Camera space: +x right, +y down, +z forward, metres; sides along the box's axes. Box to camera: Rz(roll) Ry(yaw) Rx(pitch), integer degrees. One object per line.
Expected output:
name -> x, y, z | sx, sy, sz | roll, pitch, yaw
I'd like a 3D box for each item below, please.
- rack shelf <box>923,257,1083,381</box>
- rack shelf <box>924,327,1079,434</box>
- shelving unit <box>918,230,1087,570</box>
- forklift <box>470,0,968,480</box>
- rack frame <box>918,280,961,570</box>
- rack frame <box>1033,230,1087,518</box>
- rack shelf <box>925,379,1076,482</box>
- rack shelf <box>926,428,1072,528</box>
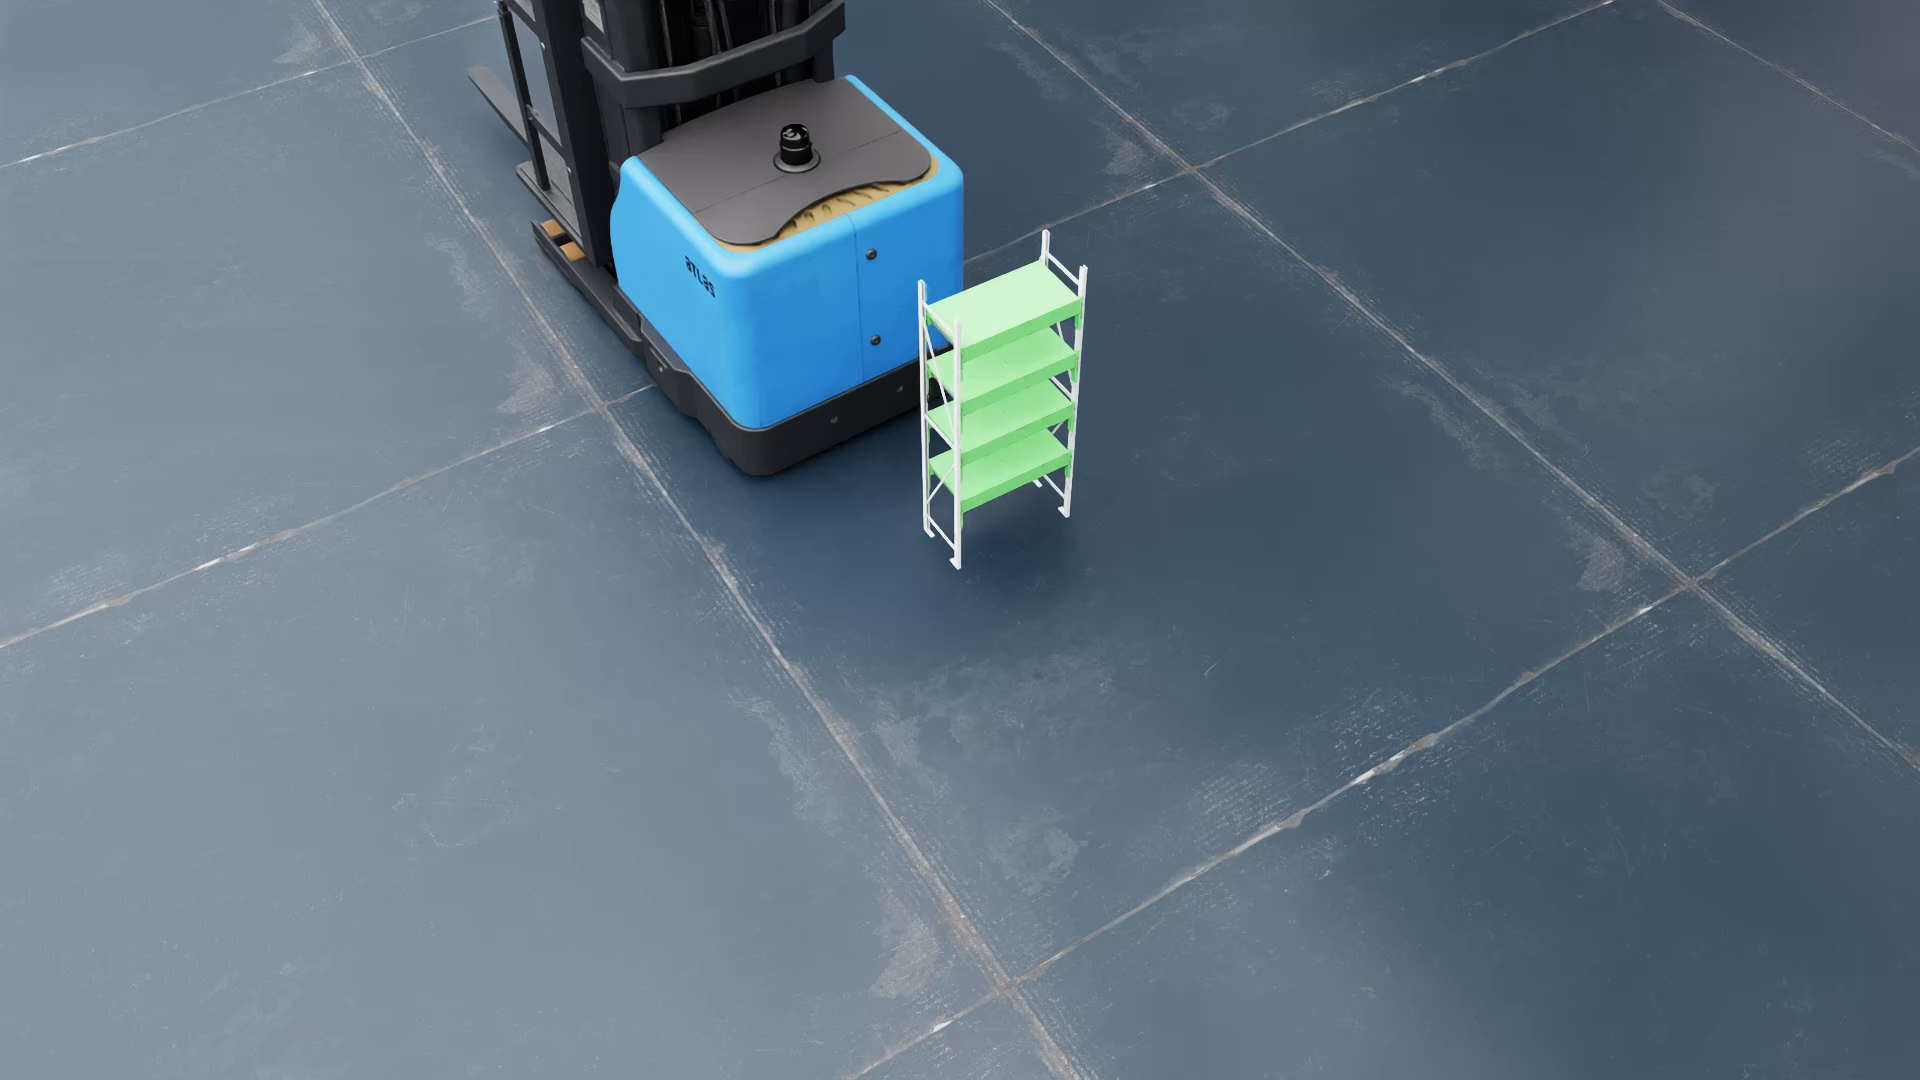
rack shelf -> 0.140, -0.742, 5.550 | 0.480, 0.148, 0.258 | -25, 53, -21
rack shelf -> 0.140, -0.582, 5.729 | 0.480, 0.148, 0.258 | -25, 53, -21
shelving unit -> 0.140, -0.465, 5.861 | 0.503, 1.200, 0.258 | -25, 53, -21
forklift -> -1.207, -2.278, 6.316 | 1.130, 2.935, 3.031 | -27, 54, -22
rack frame -> -0.066, -0.368, 5.774 | 0.015, 1.200, 0.240 | -25, 53, -21
rack frame -> 0.346, -0.562, 5.947 | 0.015, 1.200, 0.240 | -25, 53, -21
rack shelf -> 0.140, -0.422, 5.908 | 0.480, 0.148, 0.258 | -25, 53, -21
rack shelf -> 0.140, -0.263, 6.088 | 0.480, 0.148, 0.258 | -25, 53, -21
